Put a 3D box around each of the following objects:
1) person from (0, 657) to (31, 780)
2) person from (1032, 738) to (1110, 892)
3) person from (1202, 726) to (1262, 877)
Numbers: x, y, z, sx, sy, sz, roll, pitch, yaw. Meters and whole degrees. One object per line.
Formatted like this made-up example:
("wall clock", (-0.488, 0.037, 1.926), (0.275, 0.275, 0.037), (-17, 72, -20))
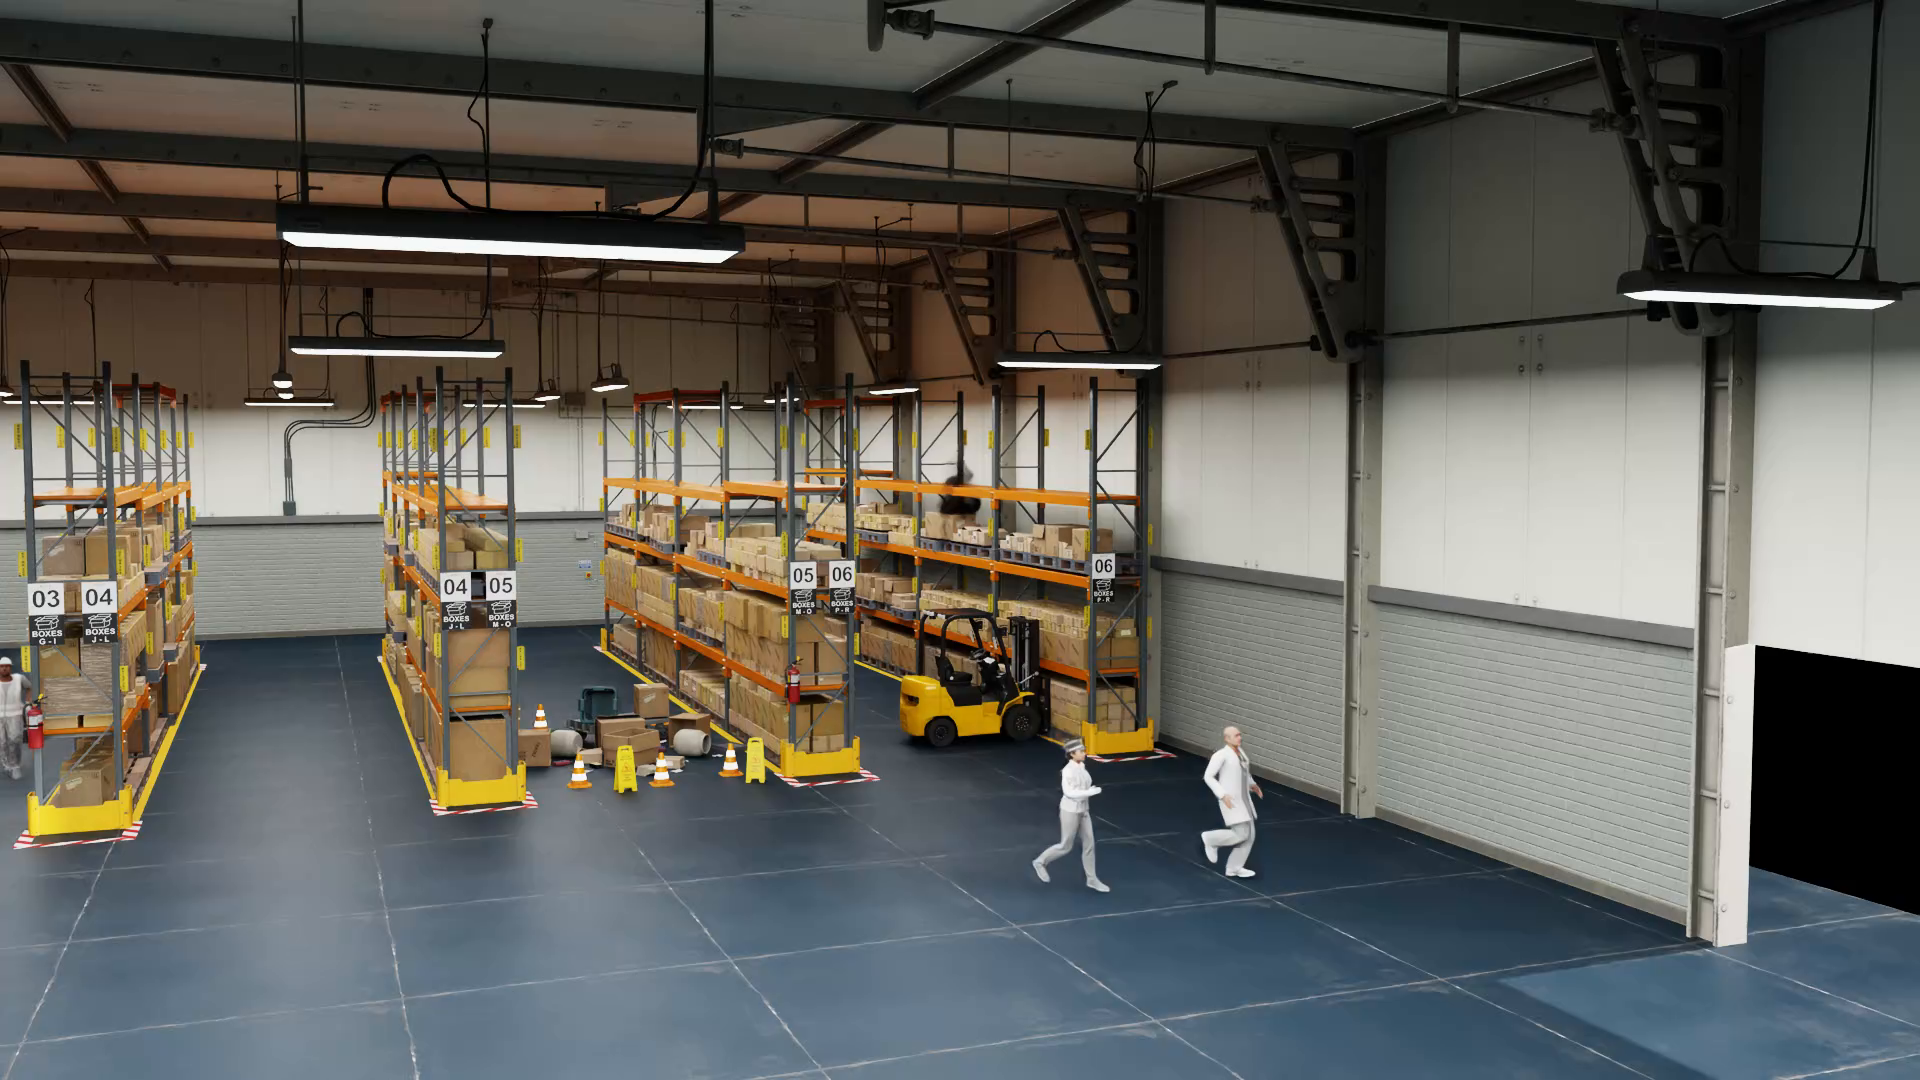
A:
("person", (-14.122, 2.644, 24.610), (0.659, 1.829, 0.759), (-1, 4, -22))
("person", (1.242, 3.023, 18.453), (0.899, 1.687, 0.631), (2, 4, 26))
("person", (3.128, 3.000, 19.105), (0.630, 1.730, 0.724), (3, 5, 43))
